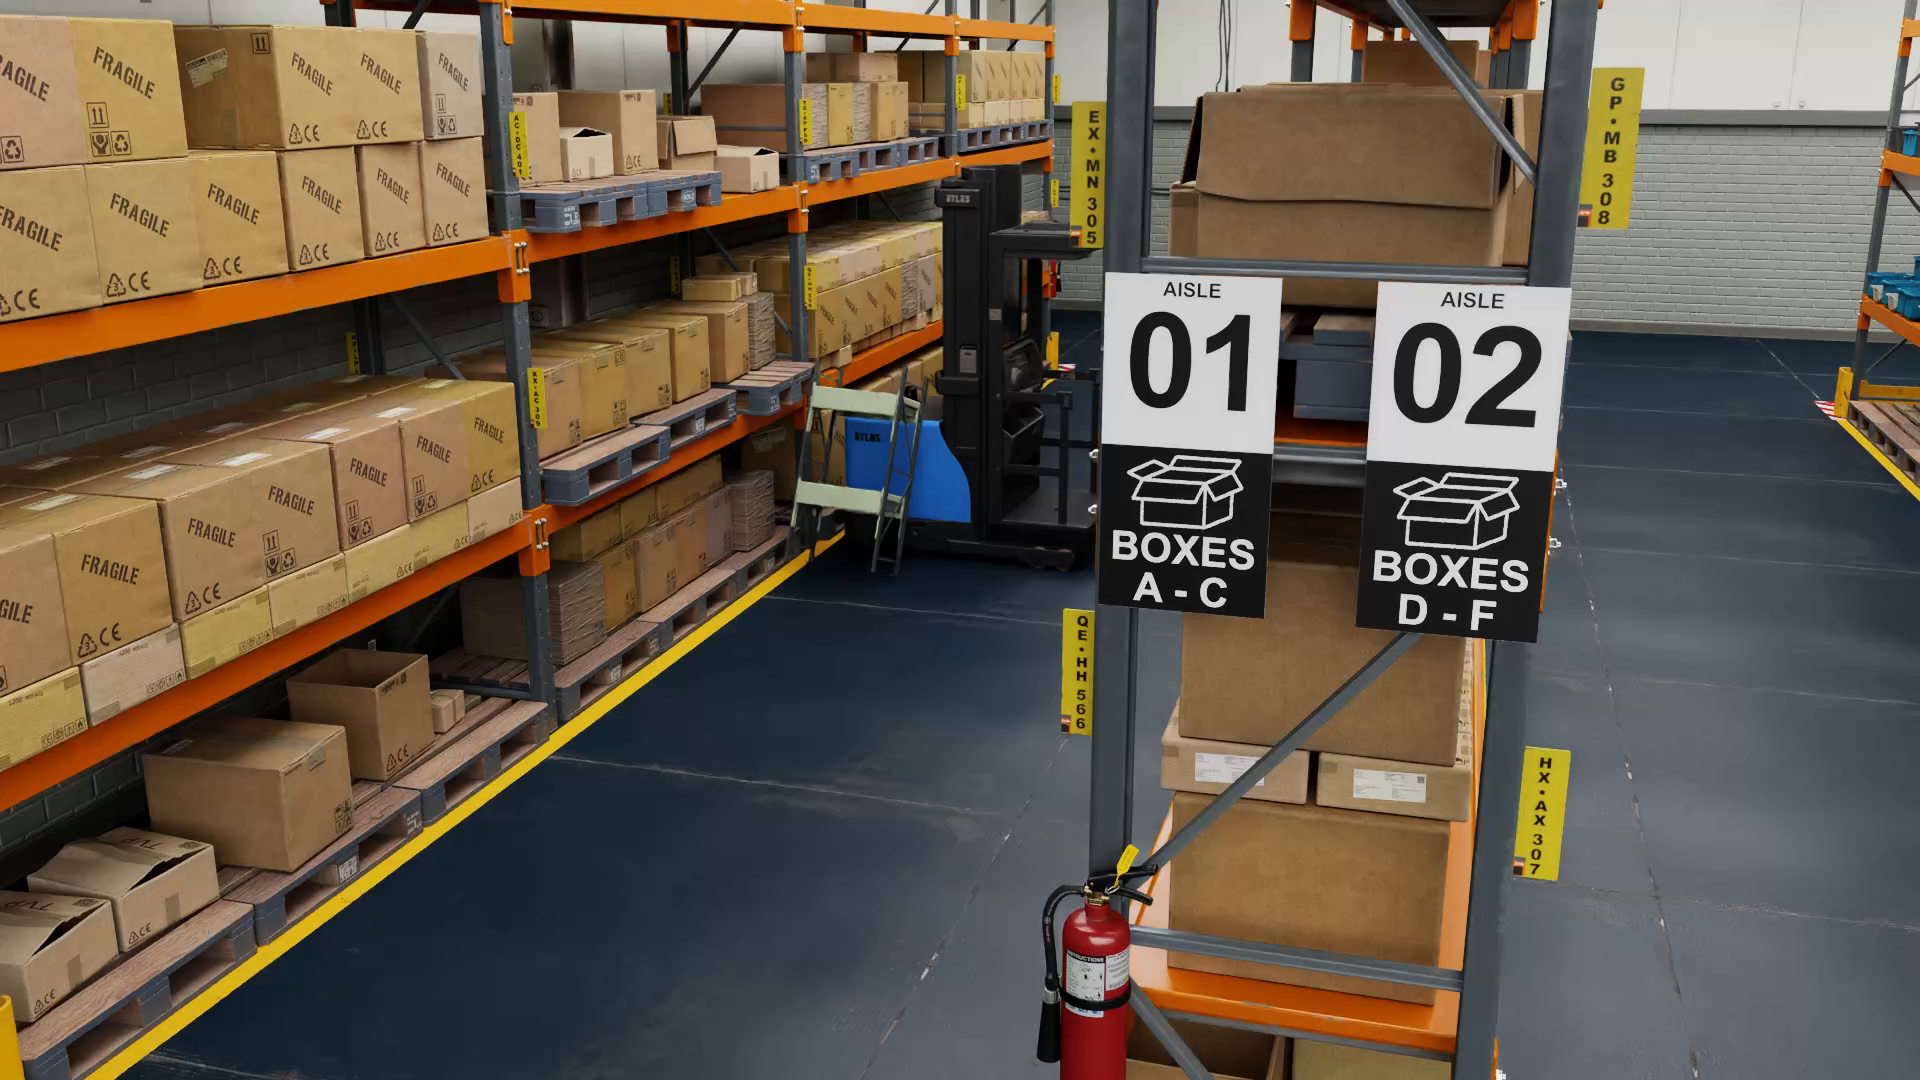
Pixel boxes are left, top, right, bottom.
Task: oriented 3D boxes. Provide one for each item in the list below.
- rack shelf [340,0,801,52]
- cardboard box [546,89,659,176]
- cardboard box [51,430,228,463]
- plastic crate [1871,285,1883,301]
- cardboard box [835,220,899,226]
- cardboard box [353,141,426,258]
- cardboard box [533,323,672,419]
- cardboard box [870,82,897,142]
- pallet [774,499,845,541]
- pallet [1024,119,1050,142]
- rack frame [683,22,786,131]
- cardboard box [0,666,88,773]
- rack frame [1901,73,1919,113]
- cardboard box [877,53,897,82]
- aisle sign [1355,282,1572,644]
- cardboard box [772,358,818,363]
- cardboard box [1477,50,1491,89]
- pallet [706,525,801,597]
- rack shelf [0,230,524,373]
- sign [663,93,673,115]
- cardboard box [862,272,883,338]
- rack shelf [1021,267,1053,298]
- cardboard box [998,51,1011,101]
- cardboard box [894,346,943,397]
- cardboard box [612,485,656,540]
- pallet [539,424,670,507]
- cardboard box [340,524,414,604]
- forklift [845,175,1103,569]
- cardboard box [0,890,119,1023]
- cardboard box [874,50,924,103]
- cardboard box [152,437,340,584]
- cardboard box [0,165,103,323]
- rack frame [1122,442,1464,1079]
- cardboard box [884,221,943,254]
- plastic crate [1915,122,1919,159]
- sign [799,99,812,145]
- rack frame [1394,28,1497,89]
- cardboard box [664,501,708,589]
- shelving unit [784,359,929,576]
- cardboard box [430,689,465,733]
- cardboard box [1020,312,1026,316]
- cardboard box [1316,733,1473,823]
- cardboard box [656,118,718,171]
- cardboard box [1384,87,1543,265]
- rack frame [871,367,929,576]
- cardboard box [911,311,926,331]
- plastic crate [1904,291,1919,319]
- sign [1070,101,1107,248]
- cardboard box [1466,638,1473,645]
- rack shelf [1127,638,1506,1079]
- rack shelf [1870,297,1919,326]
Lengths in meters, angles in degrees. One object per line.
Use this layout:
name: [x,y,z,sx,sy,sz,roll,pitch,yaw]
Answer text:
rack shelf: [-2.227,-3.255,10.364,1.077,0.370,4.000,5,16,16]
cardboard box: [-2.213,-2.536,10.325,0.500,0.500,0.500,4,16,14]
cardboard box: [-3.564,-0.174,7.308,0.500,0.500,0.500,5,17,17]
plastic crate: [9.557,-2.540,17.162,0.250,0.136,0.298,5,16,16]
cardboard box: [-0.902,-2.938,16.052,0.500,0.250,0.500,5,17,18]
cardboard box: [-2.858,-1.602,7.763,0.500,0.500,0.500,3,16,11]
cardboard box: [-2.295,-1.094,10.701,0.700,0.500,0.500,7,17,24]
cardboard box: [-0.973,-3.807,14.768,0.700,0.500,0.500,4,16,15]
pallet: [-1.362,-0.289,13.962,1.003,0.211,1.213,5,16,16]
pallet: [0.414,-4.729,19.169,1.003,0.211,1.213,5,16,16]
rack frame: [-1.655,-4.316,12.055,0.949,2.616,0.053,5,16,16]
cardboard box: [-3.489,0.622,5.877,0.500,0.250,0.500,4,16,14]
rack frame: [10.117,-5.641,16.726,0.949,2.616,0.053,5,16,16]
cardboard box: [-0.898,-4.320,15.203,0.500,0.250,0.500,6,17,20]
aisle sign: [1.093,-0.164,3.646,0.394,0.787,0.004,5,16,16]
cardboard box: [-1.343,-1.387,13.147,0.380,0.149,0.250,4,16,15]
cardboard box: [4.608,-4.316,15.535,0.700,0.500,0.500,5,16,16]
pallet: [-1.882,0.116,12.535,1.003,0.211,1.213,5,16,16]
rack shelf: [-3.364,-0.957,7.029,1.077,0.370,4.000,5,16,16]
sign: [-2.188,-3.205,12.543,0.100,0.325,0.005,5,16,16]
cardboard box: [-0.975,-2.004,14.134,0.500,0.500,0.500,5,16,16]
rack shelf: [0.047,-2.654,18.507,1.077,0.370,4.000,5,16,16]
cardboard box: [0.225,-4.888,17.516,0.500,0.500,0.500,5,17,16]
cardboard box: [-0.582,-1.464,16.165,0.750,0.750,0.750,5,17,17]
cardboard box: [-2.336,-0.199,10.935,0.500,0.250,0.500,4,16,14]
pallet: [-2.439,-0.480,9.876,1.003,0.211,1.213,5,16,16]
cardboard box: [-2.917,0.089,7.758,0.500,0.250,0.500,5,16,16]
forklift: [0.670,-1.306,12.679,3.031,2.867,1.129,5,17,18]
cardboard box: [-3.649,1.571,6.416,0.500,0.311,0.500,3,16,10]
cardboard box: [-0.547,-4.659,16.710,0.500,0.500,0.500,4,16,15]
cardboard box: [-3.070,-0.136,7.177,0.500,0.500,0.500,5,17,18]
cardboard box: [-3.411,-1.044,5.796,0.500,0.500,0.500,6,17,20]
rack frame: [0.815,1.046,4.146,0.949,2.616,0.053,5,16,16]
cardboard box: [-0.409,-2.896,15.904,0.500,0.250,0.500,5,17,17]
plastic crate: [9.416,-3.790,15.810,0.504,0.338,0.767,5,16,16]
sign: [-1.139,-3.079,12.245,0.100,0.325,0.005,5,16,16]
rack frame: [4.229,-4.980,14.395,1.000,3.000,0.127,5,16,16]
cardboard box: [-2.185,0.011,11.568,0.700,0.500,0.500,5,16,16]
shelving unit: [-0.765,-0.538,12.338,0.755,1.500,0.431,8,-2,25]
cardboard box: [-2.919,0.910,9.010,0.380,0.166,0.250,2,16,9]
cardboard box: [0.650,-2.596,19.608,0.380,0.149,0.250,4,16,15]
cardboard box: [1.136,0.600,4.346,0.380,0.149,0.250,5,16,15]
cardboard box: [-2.116,-2.601,11.278,0.797,0.503,0.637,7,17,24]
cardboard box: [1.552,-1.128,5.102,0.500,0.500,0.500,5,16,16]
rack frame: [-0.436,-0.492,12.184,0.023,1.500,0.400,8,-2,25]
cardboard box: [-0.531,-2.049,15.481,0.380,0.149,0.250,5,16,16]
plastic crate: [9.268,-2.241,15.931,0.416,0.233,0.300,5,16,16]
sign: [0.302,-0.831,3.787,0.100,0.325,0.005,5,16,16]
cardboard box: [1.428,0.330,5.298,0.380,0.149,0.250,4,16,14]
rack shelf: [1.387,0.869,6.088,1.077,0.370,4.000,5,16,16]
rack shelf: [9.545,-1.980,15.772,0.919,0.124,3.809,5,16,16]
